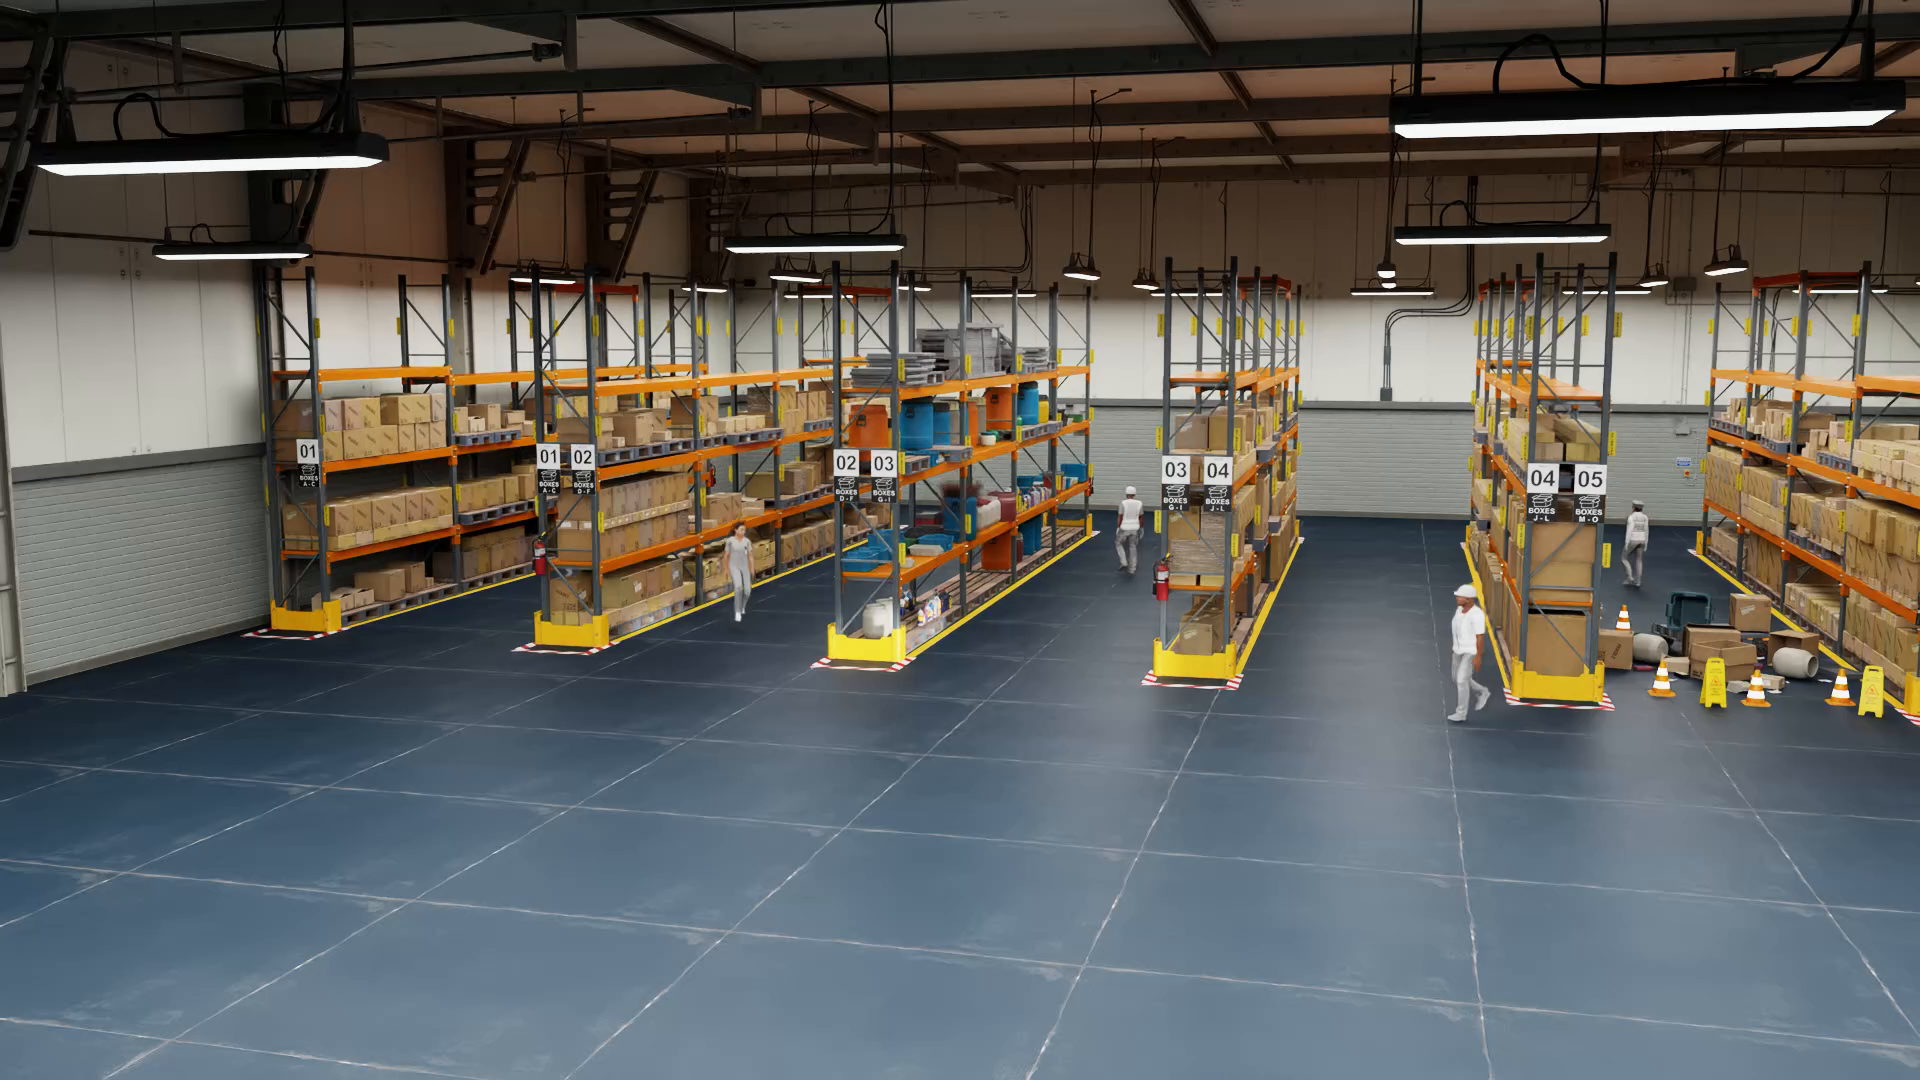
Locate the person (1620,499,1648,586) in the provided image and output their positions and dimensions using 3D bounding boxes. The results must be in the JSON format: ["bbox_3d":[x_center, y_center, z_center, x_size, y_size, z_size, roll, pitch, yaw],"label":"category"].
[{"bbox_3d":[13.195,0.062,32.481,0.521,1.697,0.370,-2,8,-15],"label":"person"}]

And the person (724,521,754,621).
[{"bbox_3d":[-3.630,0.496,27.551,0.466,1.613,0.591,-4,8,-27],"label":"person"}]

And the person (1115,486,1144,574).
[{"bbox_3d":[3.487,-0.209,34.132,0.609,1.786,0.463,-2,8,-16],"label":"person"}]

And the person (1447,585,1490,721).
[{"bbox_3d":[6.556,1.431,21.309,0.785,1.746,0.573,-3,8,-24],"label":"person"}]

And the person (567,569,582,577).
[{"bbox_3d":[-6.993,0.329,30.450,0.516,1.633,0.892,0,7,0],"label":"person"}]
